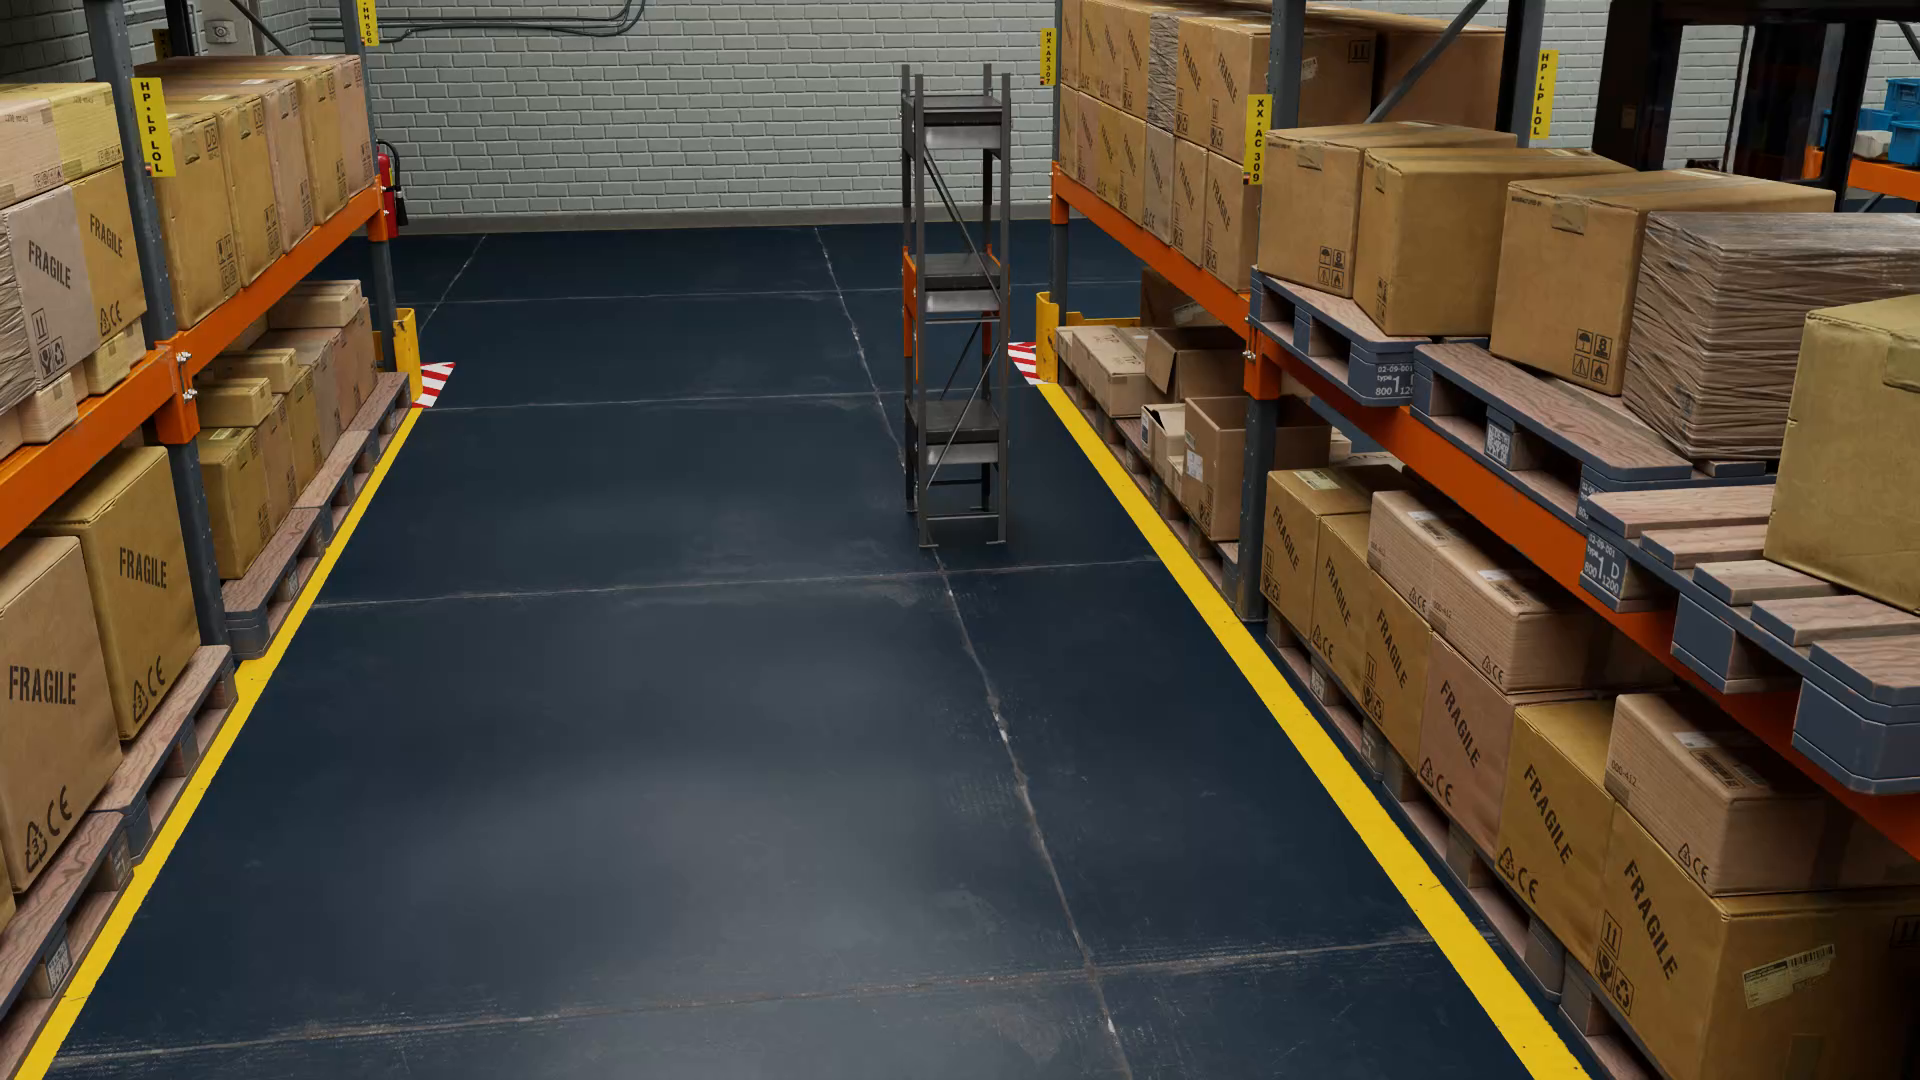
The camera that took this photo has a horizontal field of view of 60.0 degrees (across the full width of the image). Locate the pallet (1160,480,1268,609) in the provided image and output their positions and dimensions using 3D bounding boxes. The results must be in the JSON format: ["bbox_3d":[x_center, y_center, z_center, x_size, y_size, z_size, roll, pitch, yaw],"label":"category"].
[{"bbox_3d":[1.543,-0.038,7.516,1.003,0.211,1.213,-3,21,-8],"label":"pallet"}]

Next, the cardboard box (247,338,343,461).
[{"bbox_3d":[-3.492,-0.681,8.226,0.700,0.500,0.500,-4,21,-10],"label":"cardboard box"}]

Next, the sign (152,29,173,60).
[{"bbox_3d":[-4.387,-2.657,9.192,0.100,0.325,0.005,-3,21,-8],"label":"sign"}]

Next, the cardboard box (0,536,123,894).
[{"bbox_3d":[-2.907,0.481,4.613,0.750,0.750,0.750,-2,21,-6],"label":"cardboard box"}]

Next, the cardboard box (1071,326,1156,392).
[{"bbox_3d":[0.934,-1.034,9.498,0.500,0.250,0.500,-3,21,-8],"label":"cardboard box"}]

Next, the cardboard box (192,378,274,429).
[{"bbox_3d":[-3.136,-0.577,7.019,0.380,0.149,0.250,-2,21,-6],"label":"cardboard box"}]

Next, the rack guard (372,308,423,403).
[{"bbox_3d":[-3.841,-1.078,9.887,1.175,0.500,0.348,-3,21,-8],"label":"rack guard"}]

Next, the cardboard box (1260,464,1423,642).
[{"bbox_3d":[1.469,0.038,6.271,0.500,0.500,0.500,-4,21,-10],"label":"cardboard box"}]

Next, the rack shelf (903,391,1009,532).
[{"bbox_3d":[-0.024,-0.372,7.752,0.431,0.518,0.480,-3,21,-8],"label":"rack shelf"}]

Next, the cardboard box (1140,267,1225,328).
[{"bbox_3d":[1.386,-1.351,9.989,0.500,0.500,0.500,-3,21,-8],"label":"cardboard box"}]

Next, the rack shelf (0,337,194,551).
[{"bbox_3d":[-2.972,0.174,3.991,1.077,0.370,4.000,-3,21,-8],"label":"rack shelf"}]

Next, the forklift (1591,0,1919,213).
[{"bbox_3d":[3.412,-1.320,7.063,1.130,2.935,3.031,-4,21,-11],"label":"forklift"}]

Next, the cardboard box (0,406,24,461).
[{"bbox_3d":[-2.814,-0.290,4.535,0.380,0.149,0.250,-3,21,-8],"label":"cardboard box"}]

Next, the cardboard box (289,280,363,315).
[{"bbox_3d":[-3.439,-1.297,8.948,0.380,0.149,0.250,-3,21,-8],"label":"cardboard box"}]

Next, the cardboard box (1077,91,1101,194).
[{"bbox_3d":[0.947,-2.193,9.158,0.500,0.500,0.500,-3,21,-8],"label":"cardboard box"}]

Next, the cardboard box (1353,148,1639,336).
[{"bbox_3d":[1.649,-0.940,5.202,0.700,0.500,0.500,0,20,1],"label":"cardboard box"}]

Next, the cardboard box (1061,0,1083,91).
[{"bbox_3d":[0.867,-2.840,9.460,0.500,0.500,0.500,-2,21,-6],"label":"cardboard box"}]

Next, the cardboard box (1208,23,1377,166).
[{"bbox_3d":[1.312,-1.784,6.633,0.500,0.500,0.500,-3,21,-7],"label":"cardboard box"}]

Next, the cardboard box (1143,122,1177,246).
[{"bbox_3d":[1.163,-1.670,7.756,0.500,0.500,0.500,-2,21,-7],"label":"cardboard box"}]

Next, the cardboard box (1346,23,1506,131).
[{"bbox_3d":[1.851,-1.799,6.674,0.500,0.500,0.500,-2,21,-6],"label":"cardboard box"}]

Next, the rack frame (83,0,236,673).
[{"bbox_3d":[-3.261,-0.855,5.719,1.000,3.000,0.127,-3,21,-8],"label":"rack frame"}]

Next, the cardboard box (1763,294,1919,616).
[{"bbox_3d":[2.015,-0.177,3.161,0.700,0.500,0.500,-10,23,-26],"label":"cardboard box"}]

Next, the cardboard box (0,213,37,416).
[{"bbox_3d":[-2.797,-0.553,4.314,0.500,0.500,0.500,-3,21,-8],"label":"cardboard box"}]

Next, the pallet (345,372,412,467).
[{"bbox_3d":[-3.645,-0.661,9.184,1.003,0.211,1.213,-3,21,-8],"label":"pallet"}]

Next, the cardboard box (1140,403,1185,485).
[{"bbox_3d":[1.170,-0.496,7.970,0.500,0.311,0.500,-3,21,-8],"label":"cardboard box"}]

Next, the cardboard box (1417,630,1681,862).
[{"bbox_3d":[1.694,0.571,4.845,0.500,0.500,0.500,-4,21,-10],"label":"cardboard box"}]

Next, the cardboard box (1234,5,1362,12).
[{"bbox_3d":[1.627,-2.334,8.107,0.500,0.500,0.500,-2,21,-6],"label":"cardboard box"}]

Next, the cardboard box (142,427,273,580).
[{"bbox_3d":[-3.267,-0.145,6.790,0.700,0.500,0.500,-3,21,-7],"label":"cardboard box"}]

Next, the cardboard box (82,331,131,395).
[{"bbox_3d":[-2.872,-0.558,5.254,0.380,0.149,0.250,-3,21,-7],"label":"cardboard box"}]

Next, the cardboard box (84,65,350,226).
[{"bbox_3d":[-3.638,-1.953,8.230,0.980,0.700,0.700,-3,21,-8],"label":"cardboard box"}]

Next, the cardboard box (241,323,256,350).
[{"bbox_3d":[-3.707,-1.016,8.194,0.380,0.149,0.250,-3,21,-7],"label":"cardboard box"}]

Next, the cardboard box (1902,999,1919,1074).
[{"bbox_3d":[2.353,0.890,3.989,0.500,0.500,0.500,-4,21,-10],"label":"cardboard box"}]

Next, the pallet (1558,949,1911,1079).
[{"bbox_3d":[2.147,1.324,3.869,1.003,0.211,1.213,-3,21,-8],"label":"pallet"}]

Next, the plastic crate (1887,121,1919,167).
[{"bbox_3d":[5.771,-2.360,9.900,0.416,0.233,0.300,-3,21,-8],"label":"plastic crate"}]

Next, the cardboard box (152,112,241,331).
[{"bbox_3d":[-3.323,-1.184,6.172,0.980,0.700,0.700,-3,21,-7],"label":"cardboard box"}]

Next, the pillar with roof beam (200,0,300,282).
[{"bbox_3d":[-0.822,-6.159,11.345,9.100,9.000,0.400,-3,21,-8],"label":"pillar with roof beam"}]

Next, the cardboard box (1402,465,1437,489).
[{"bbox_3d":[1.995,0.015,6.333,0.500,0.500,0.500,-3,21,-8],"label":"cardboard box"}]

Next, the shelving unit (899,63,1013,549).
[{"bbox_3d":[-0.024,-1.041,7.502,0.431,2.100,0.503,-3,21,-8],"label":"shelving unit"}]

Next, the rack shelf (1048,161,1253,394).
[{"bbox_3d":[1.352,-1.462,8.371,1.077,0.370,4.000,-3,21,-8],"label":"rack shelf"}]

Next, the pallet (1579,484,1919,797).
[{"bbox_3d":[2.050,0.137,3.336,1.213,0.211,1.003,-3,21,-8],"label":"pallet"}]

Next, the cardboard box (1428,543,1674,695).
[{"bbox_3d":[1.686,0.207,4.747,0.500,0.250,0.500,-3,21,-9],"label":"cardboard box"}]

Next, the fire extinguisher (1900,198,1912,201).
[{"bbox_3d":[6.394,-2.604,11.045,0.296,0.674,0.183,-3,21,-8],"label":"fire extinguisher"}]

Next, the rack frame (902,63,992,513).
[{"bbox_3d":[-0.059,-1.125,7.728,0.400,2.100,0.015,-3,21,-8],"label":"rack frame"}]

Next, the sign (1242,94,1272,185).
[{"bbox_3d":[1.105,-1.482,6.160,0.100,0.325,0.005,-3,21,-8],"label":"sign"}]

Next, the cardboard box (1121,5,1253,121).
[{"bbox_3d":[1.091,-2.310,8.041,0.500,0.500,0.500,-3,21,-8],"label":"cardboard box"}]
